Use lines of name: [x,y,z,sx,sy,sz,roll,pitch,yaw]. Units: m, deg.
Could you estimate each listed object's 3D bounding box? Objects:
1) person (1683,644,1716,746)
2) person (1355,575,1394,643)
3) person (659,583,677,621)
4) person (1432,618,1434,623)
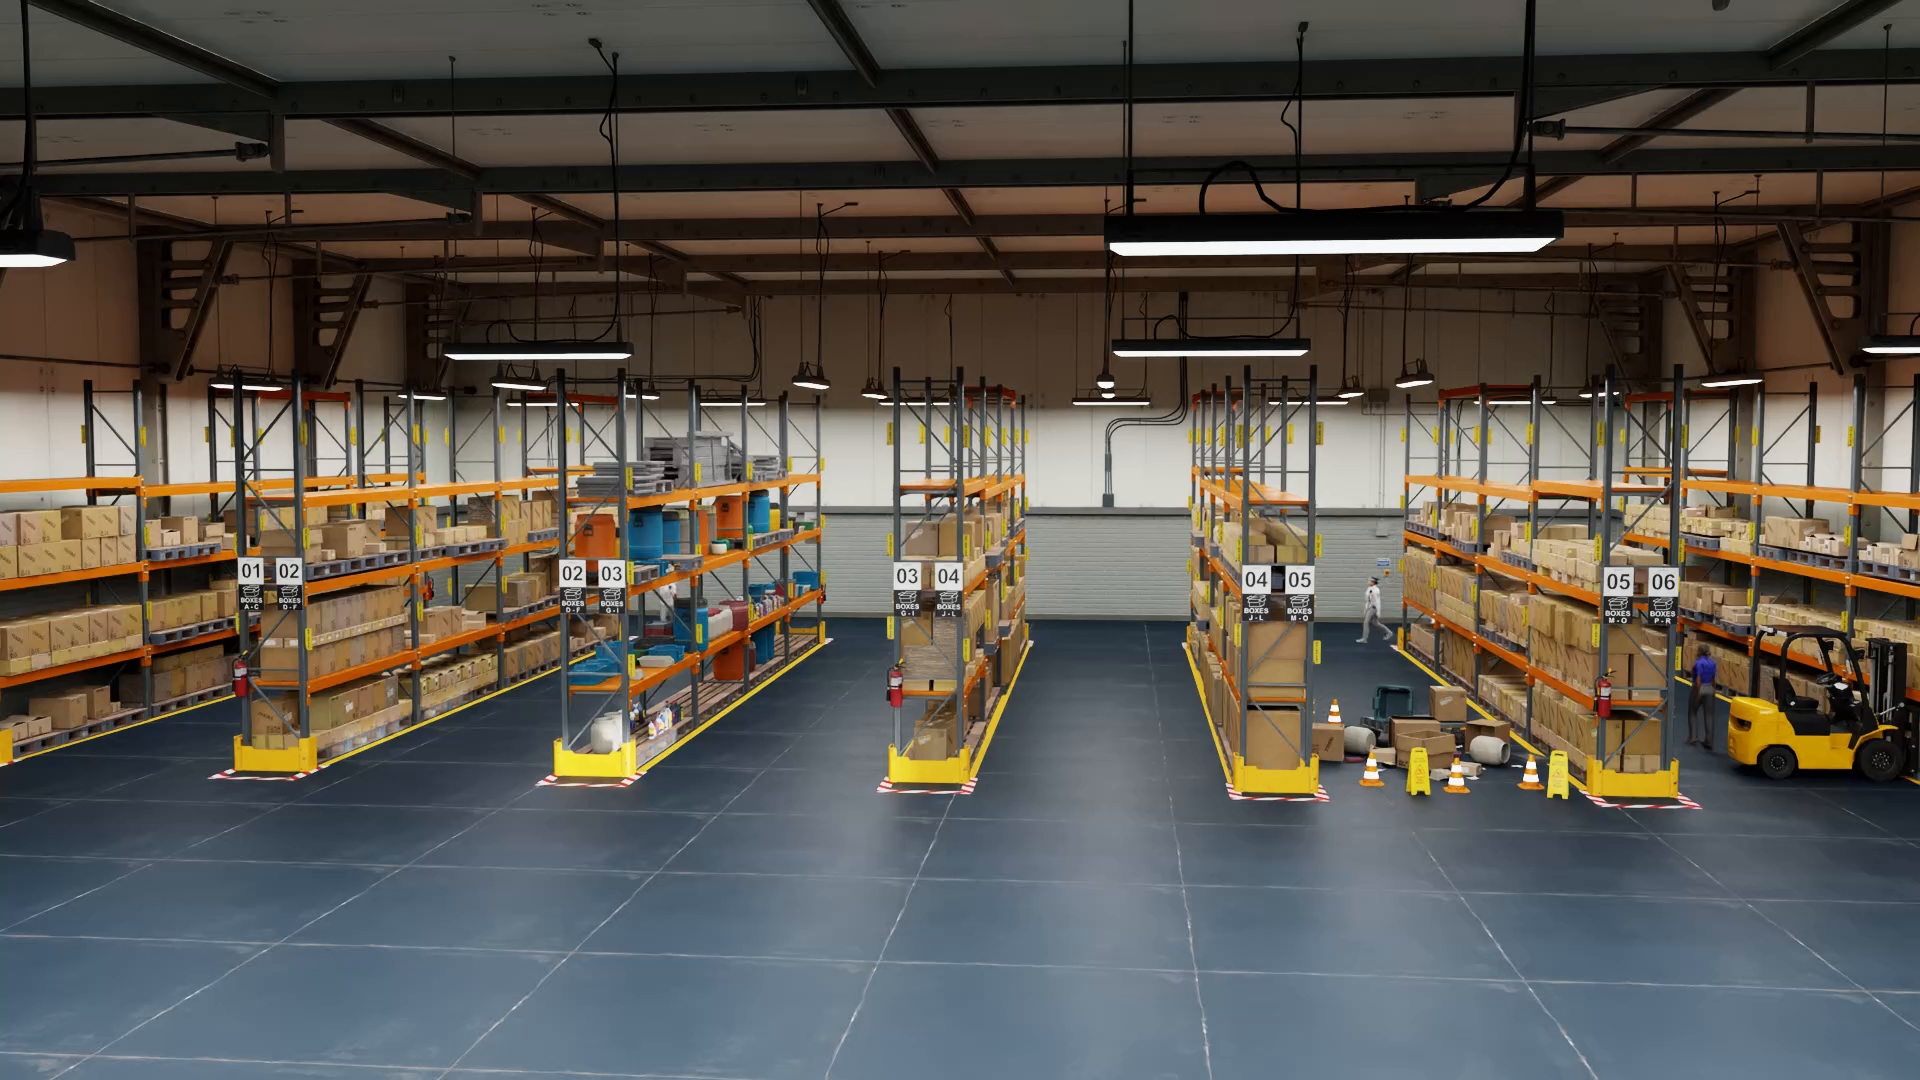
person: [12.038,2.535,26.916,0.449,1.705,0.595,0,4,0]
person: [10.046,1.665,40.263,0.934,1.644,0.473,0,4,4]
person: [-7.242,1.605,41.315,0.454,1.631,0.863,0,4,2]
person: [0.767,1.553,41.076,23.226,1.715,3.425,0,4,1]
